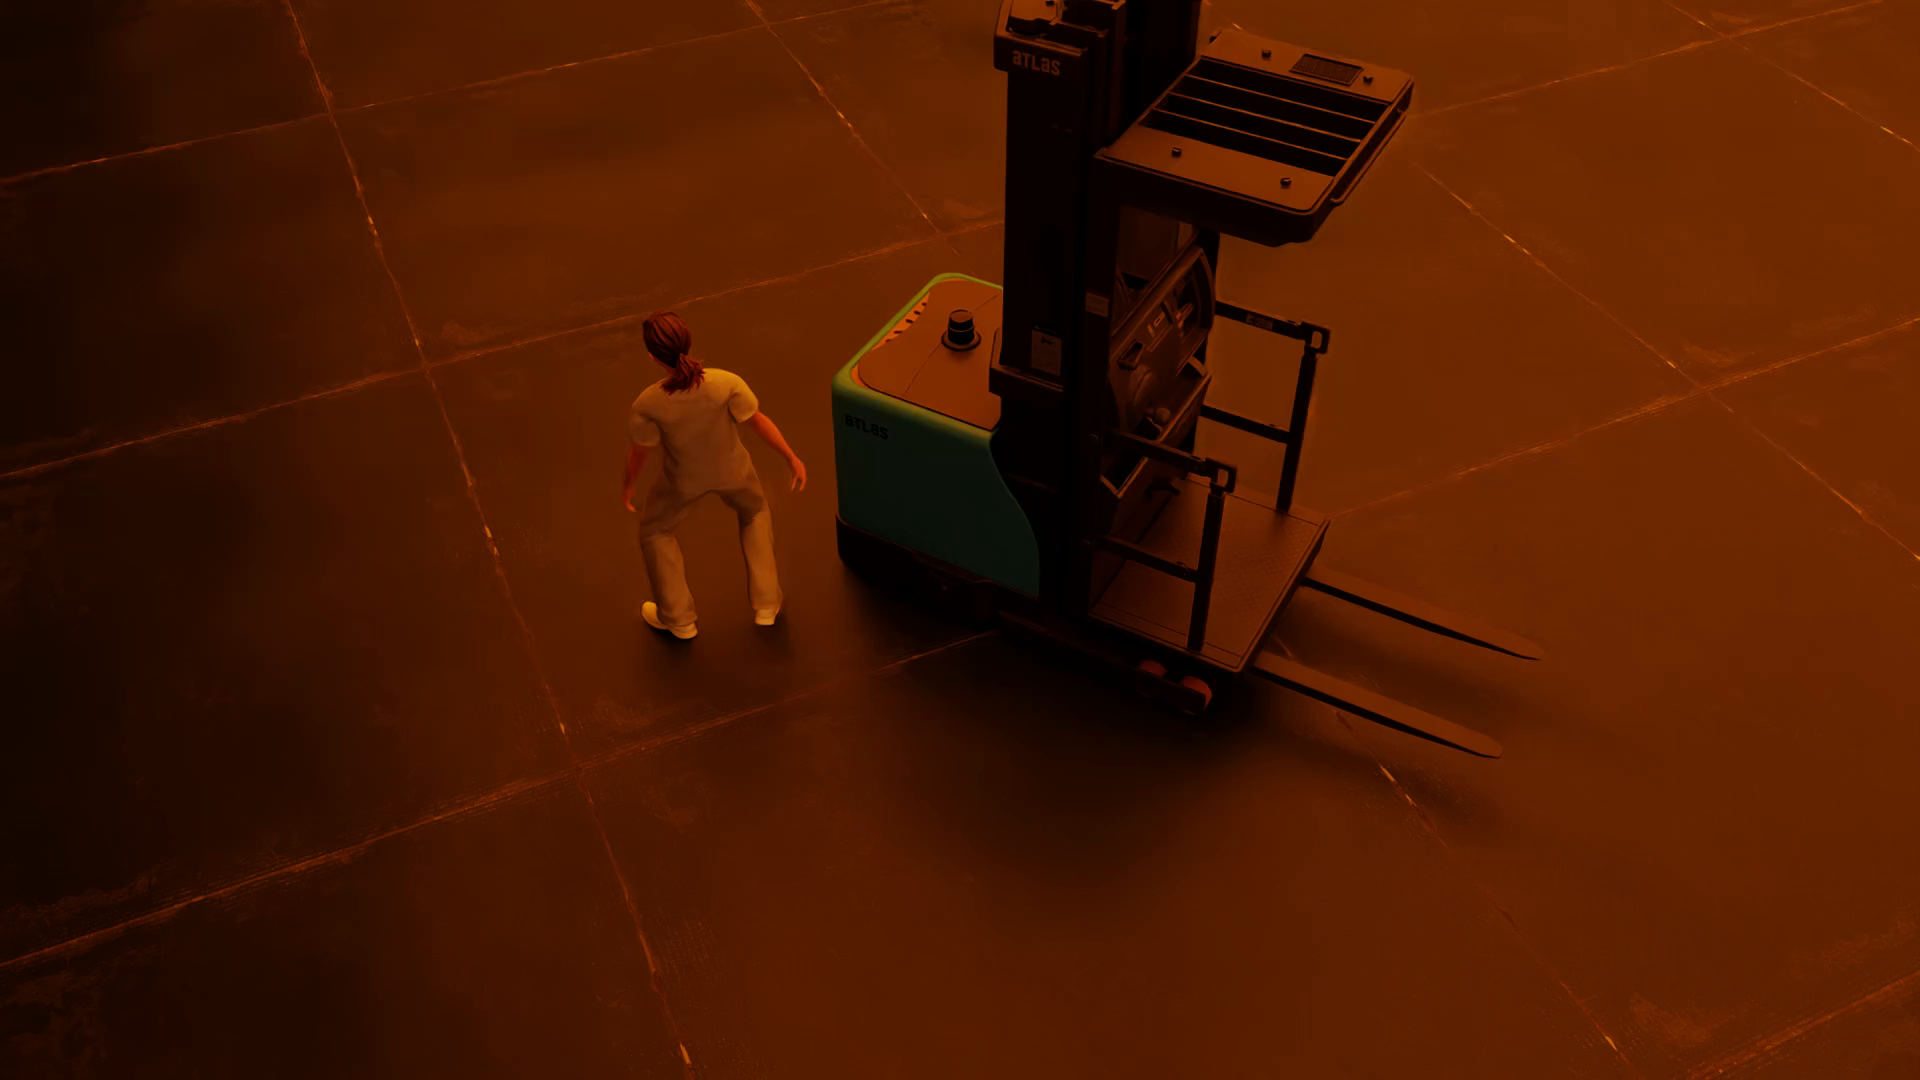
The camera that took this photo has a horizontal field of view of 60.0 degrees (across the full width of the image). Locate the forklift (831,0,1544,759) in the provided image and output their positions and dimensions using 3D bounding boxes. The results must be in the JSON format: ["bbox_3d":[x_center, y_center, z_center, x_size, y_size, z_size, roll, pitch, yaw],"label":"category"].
[{"bbox_3d":[0.977,-0.750,6.484,3.031,2.935,1.130,21,47,21],"label":"forklift"}]

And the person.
[{"bbox_3d":[-1.034,-0.251,6.951,0.780,1.575,0.484,-8,44,-9],"label":"person"}]
